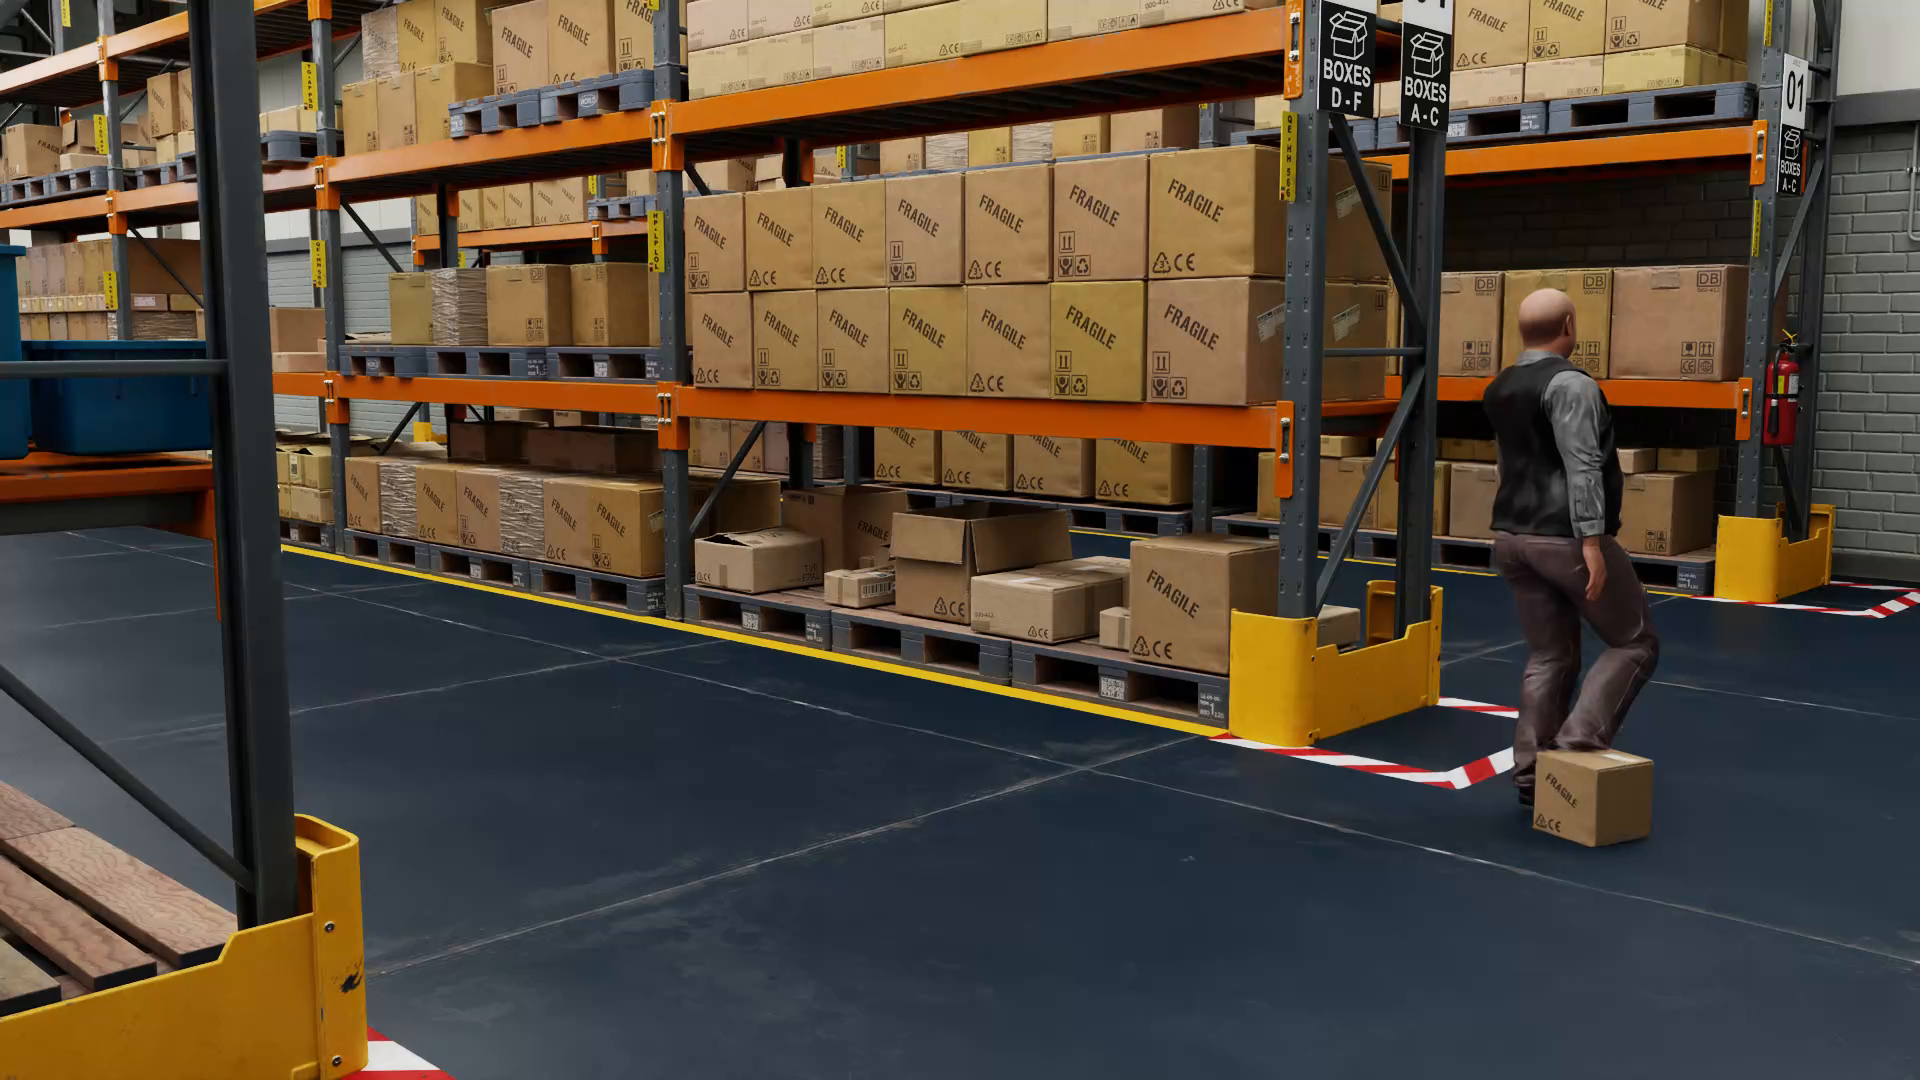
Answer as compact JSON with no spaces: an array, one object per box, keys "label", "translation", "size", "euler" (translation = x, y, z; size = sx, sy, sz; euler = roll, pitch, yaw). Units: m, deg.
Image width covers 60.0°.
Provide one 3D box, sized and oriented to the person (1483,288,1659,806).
[{"label":"person","translation":[2.028,0.040,5.516],"size":[0.458,1.733,0.609],"euler":[-2,7,-16]}]
